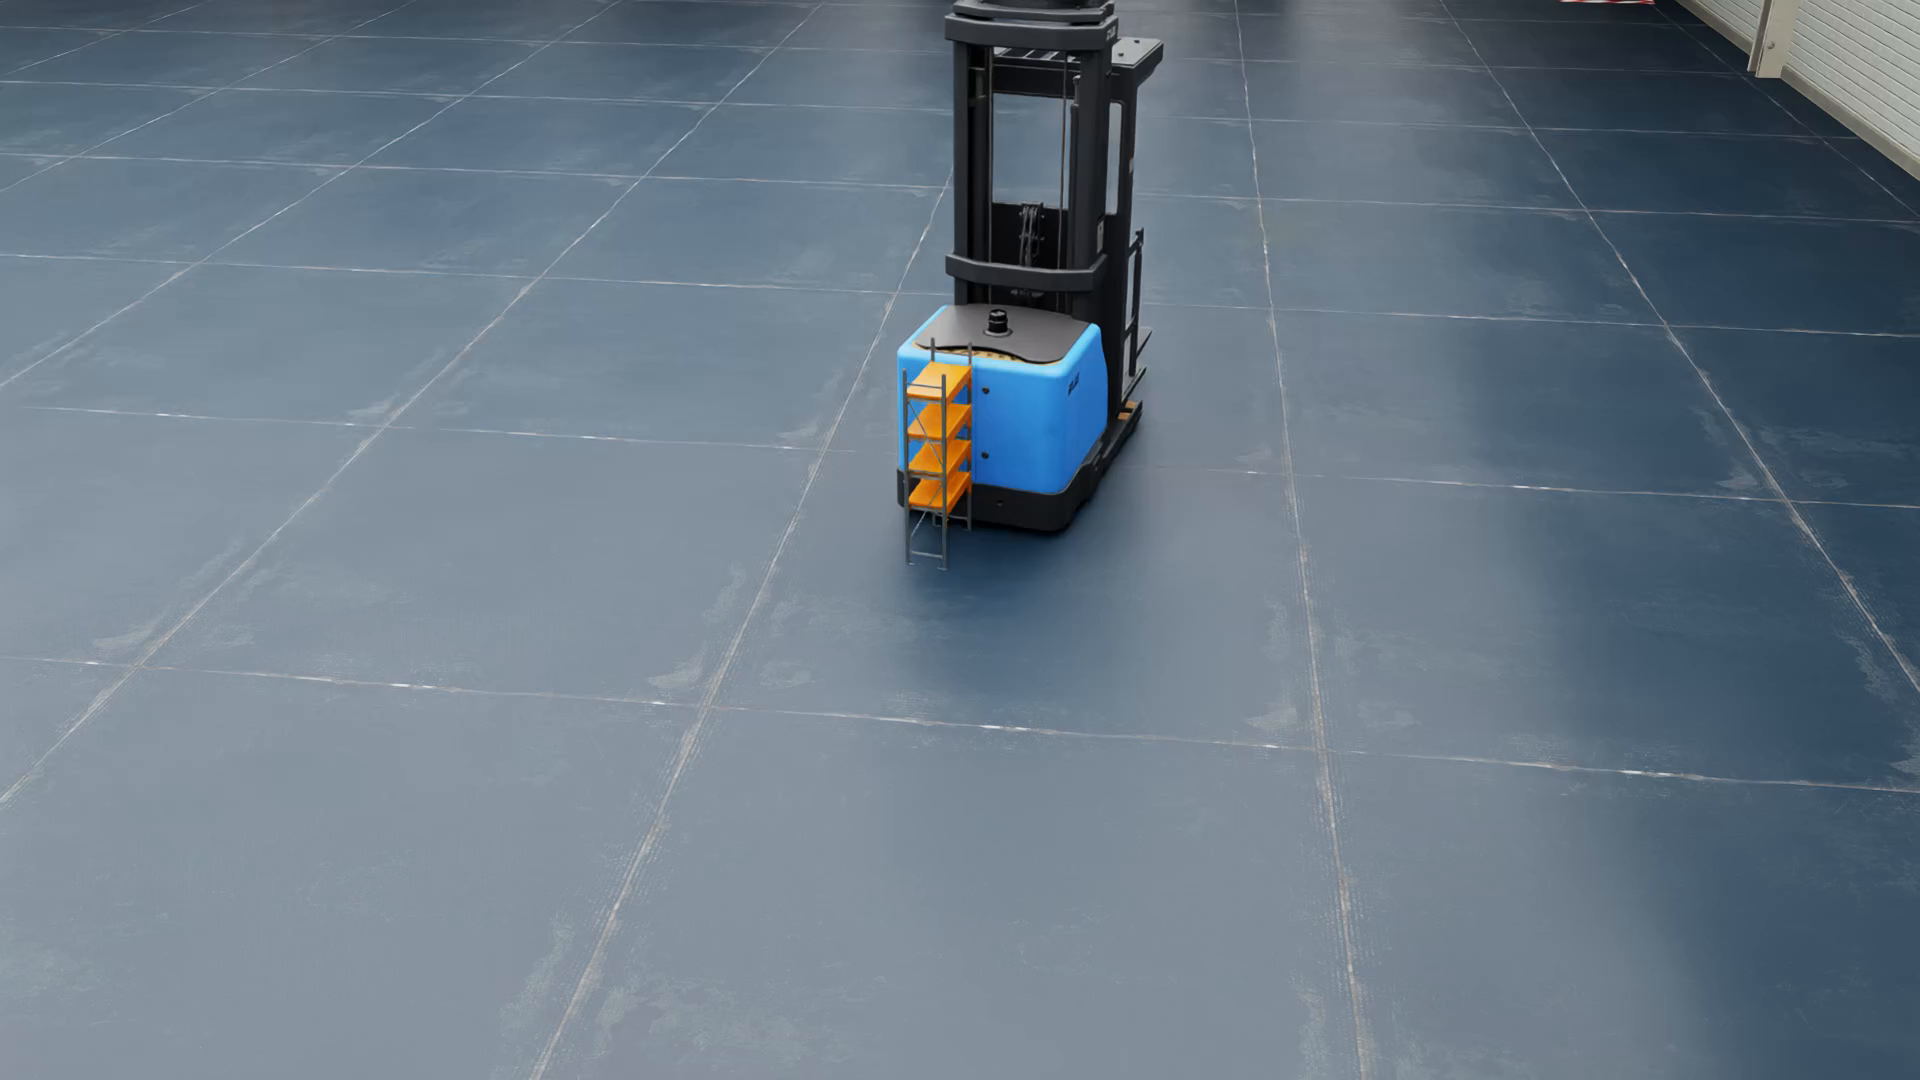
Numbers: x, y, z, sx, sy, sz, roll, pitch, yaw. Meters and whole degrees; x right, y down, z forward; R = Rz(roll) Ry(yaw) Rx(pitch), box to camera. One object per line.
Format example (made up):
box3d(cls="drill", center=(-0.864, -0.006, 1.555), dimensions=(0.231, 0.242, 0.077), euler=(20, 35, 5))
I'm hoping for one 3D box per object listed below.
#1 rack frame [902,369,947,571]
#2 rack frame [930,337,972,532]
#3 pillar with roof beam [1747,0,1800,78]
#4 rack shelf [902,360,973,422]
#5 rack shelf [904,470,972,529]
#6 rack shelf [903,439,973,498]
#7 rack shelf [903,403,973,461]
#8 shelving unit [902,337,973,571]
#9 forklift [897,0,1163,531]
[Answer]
box3d(cls="rack frame", center=(-0.192, -0.372, 9.176), dimensions=(0.240, 1.200, 0.015), euler=(8, 29, 15))
box3d(cls="rack frame", center=(-0.049, -0.594, 9.587), dimensions=(0.240, 1.200, 0.015), euler=(8, 29, 15))
box3d(cls="pillar with roof beam", center=(5.564, -9.908, 18.653), dimensions=(9.100, 9.000, 0.400), euler=(3, 28, 6))
box3d(cls="rack shelf", center=(-0.121, -0.829, 9.195), dimensions=(0.258, 0.148, 0.480), euler=(8, 29, 15))
box3d(cls="rack shelf", center=(-0.121, -0.249, 9.508), dimensions=(0.258, 0.148, 0.480), euler=(8, 29, 15))
box3d(cls="rack shelf", center=(-0.121, -0.424, 9.413), dimensions=(0.258, 0.148, 0.480), euler=(8, 29, 15))
box3d(cls="rack shelf", center=(-0.121, -0.621, 9.307), dimensions=(0.258, 0.148, 0.480), euler=(8, 29, 15))
box3d(cls="shelving unit", center=(-0.121, -0.483, 9.382), dimensions=(0.258, 1.200, 0.503), euler=(8, 29, 15))
box3d(cls="forklift", center=(0.587, -2.025, 10.418), dimensions=(1.130, 2.935, 3.031), euler=(9, 30, 17))
